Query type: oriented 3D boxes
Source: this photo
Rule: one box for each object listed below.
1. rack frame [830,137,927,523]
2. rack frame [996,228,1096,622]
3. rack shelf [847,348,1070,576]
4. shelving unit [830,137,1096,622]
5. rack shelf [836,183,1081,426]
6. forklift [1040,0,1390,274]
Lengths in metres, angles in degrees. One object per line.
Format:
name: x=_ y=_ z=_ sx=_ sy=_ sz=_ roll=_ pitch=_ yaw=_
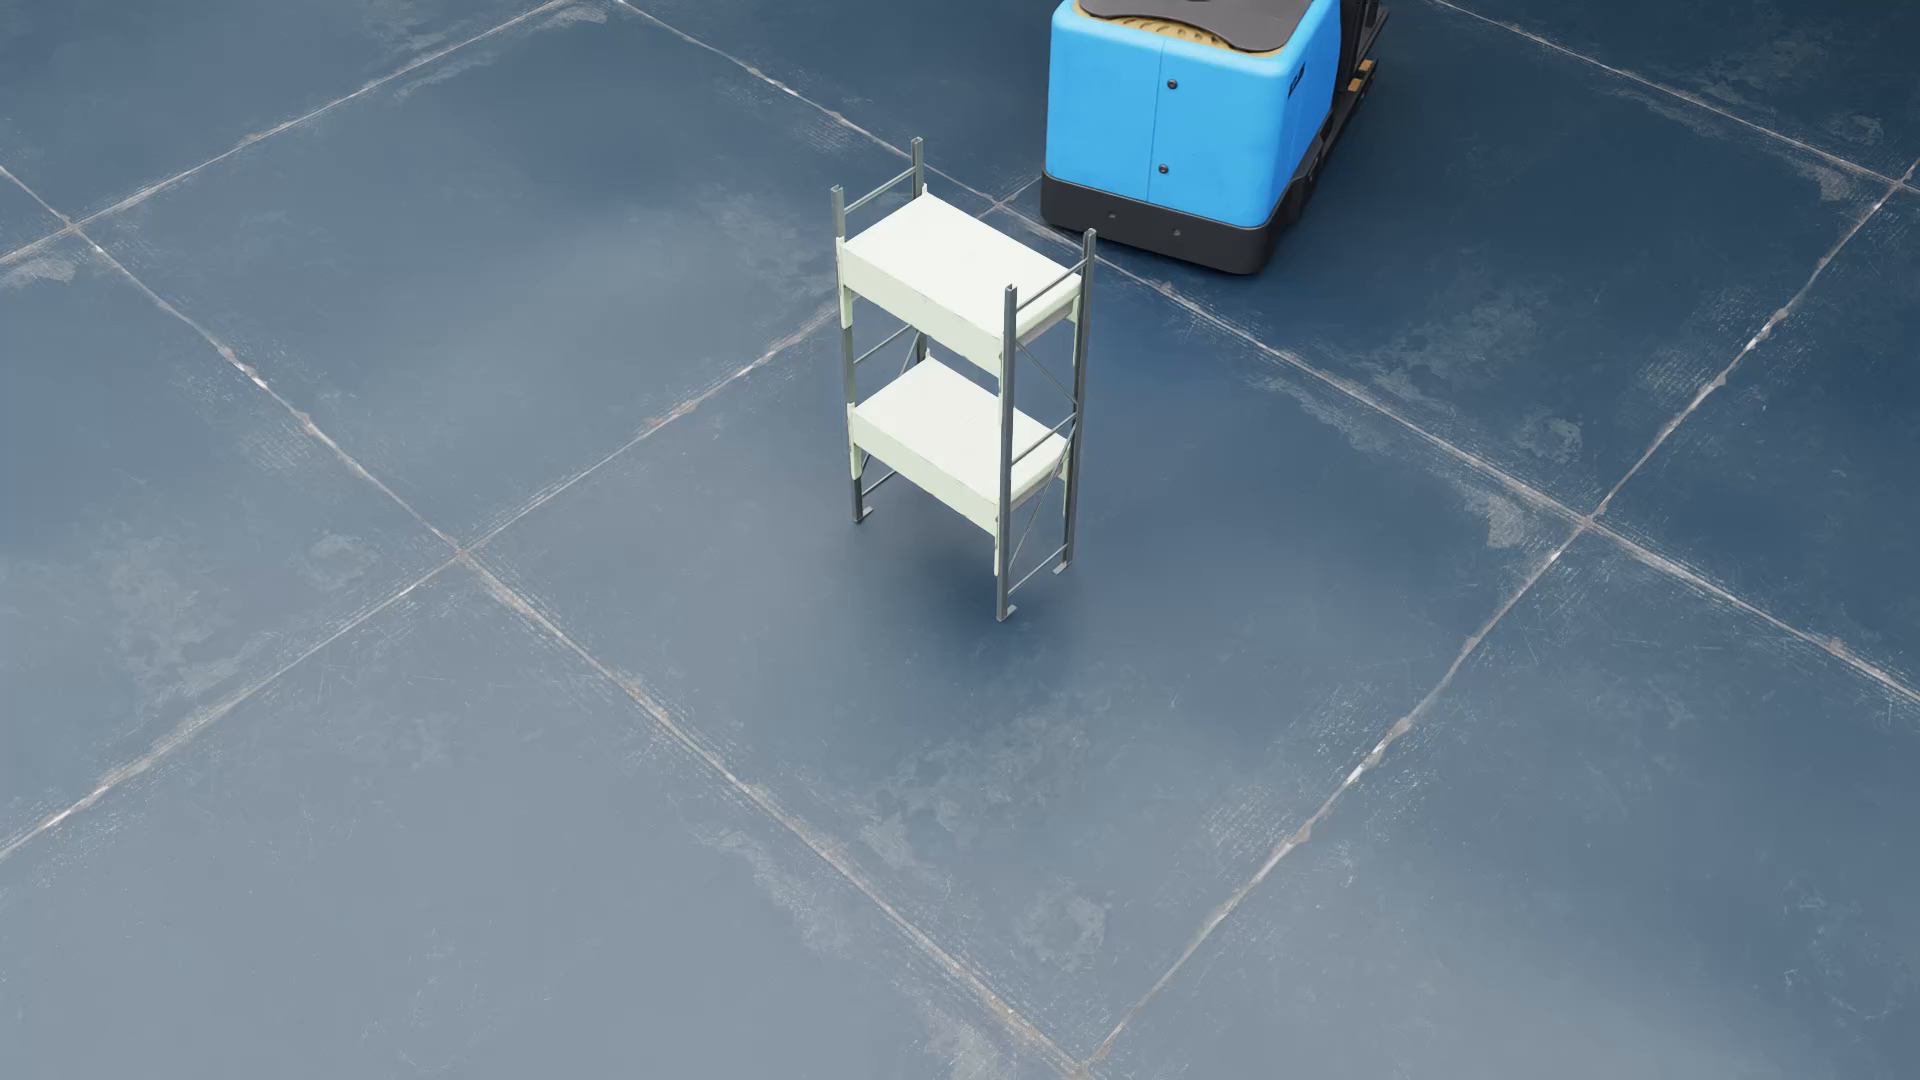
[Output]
rack frame: x=-0.264 y=-0.691 z=5.870 sx=0.023 sy=1.500 sz=0.400 roll=34 pitch=55 yaw=28
rack frame: x=0.274 y=-0.329 z=5.530 sx=0.023 sy=1.500 sz=0.400 roll=34 pitch=55 yaw=28
rack shelf: x=0.005 y=-0.287 z=5.938 sx=0.720 sy=0.370 sz=0.431 roll=34 pitch=55 yaw=28
shelving unit: x=0.005 y=-0.510 z=5.700 sx=0.755 sy=1.500 sz=0.431 roll=34 pitch=55 yaw=28
rack shelf: x=0.005 y=-0.777 z=5.416 sx=0.720 sy=0.370 sz=0.431 roll=34 pitch=55 yaw=28
forklift: x=1.442 y=-3.246 z=7.287 sx=1.130 sy=2.935 sz=3.031 roll=19 pitch=50 yaw=17
